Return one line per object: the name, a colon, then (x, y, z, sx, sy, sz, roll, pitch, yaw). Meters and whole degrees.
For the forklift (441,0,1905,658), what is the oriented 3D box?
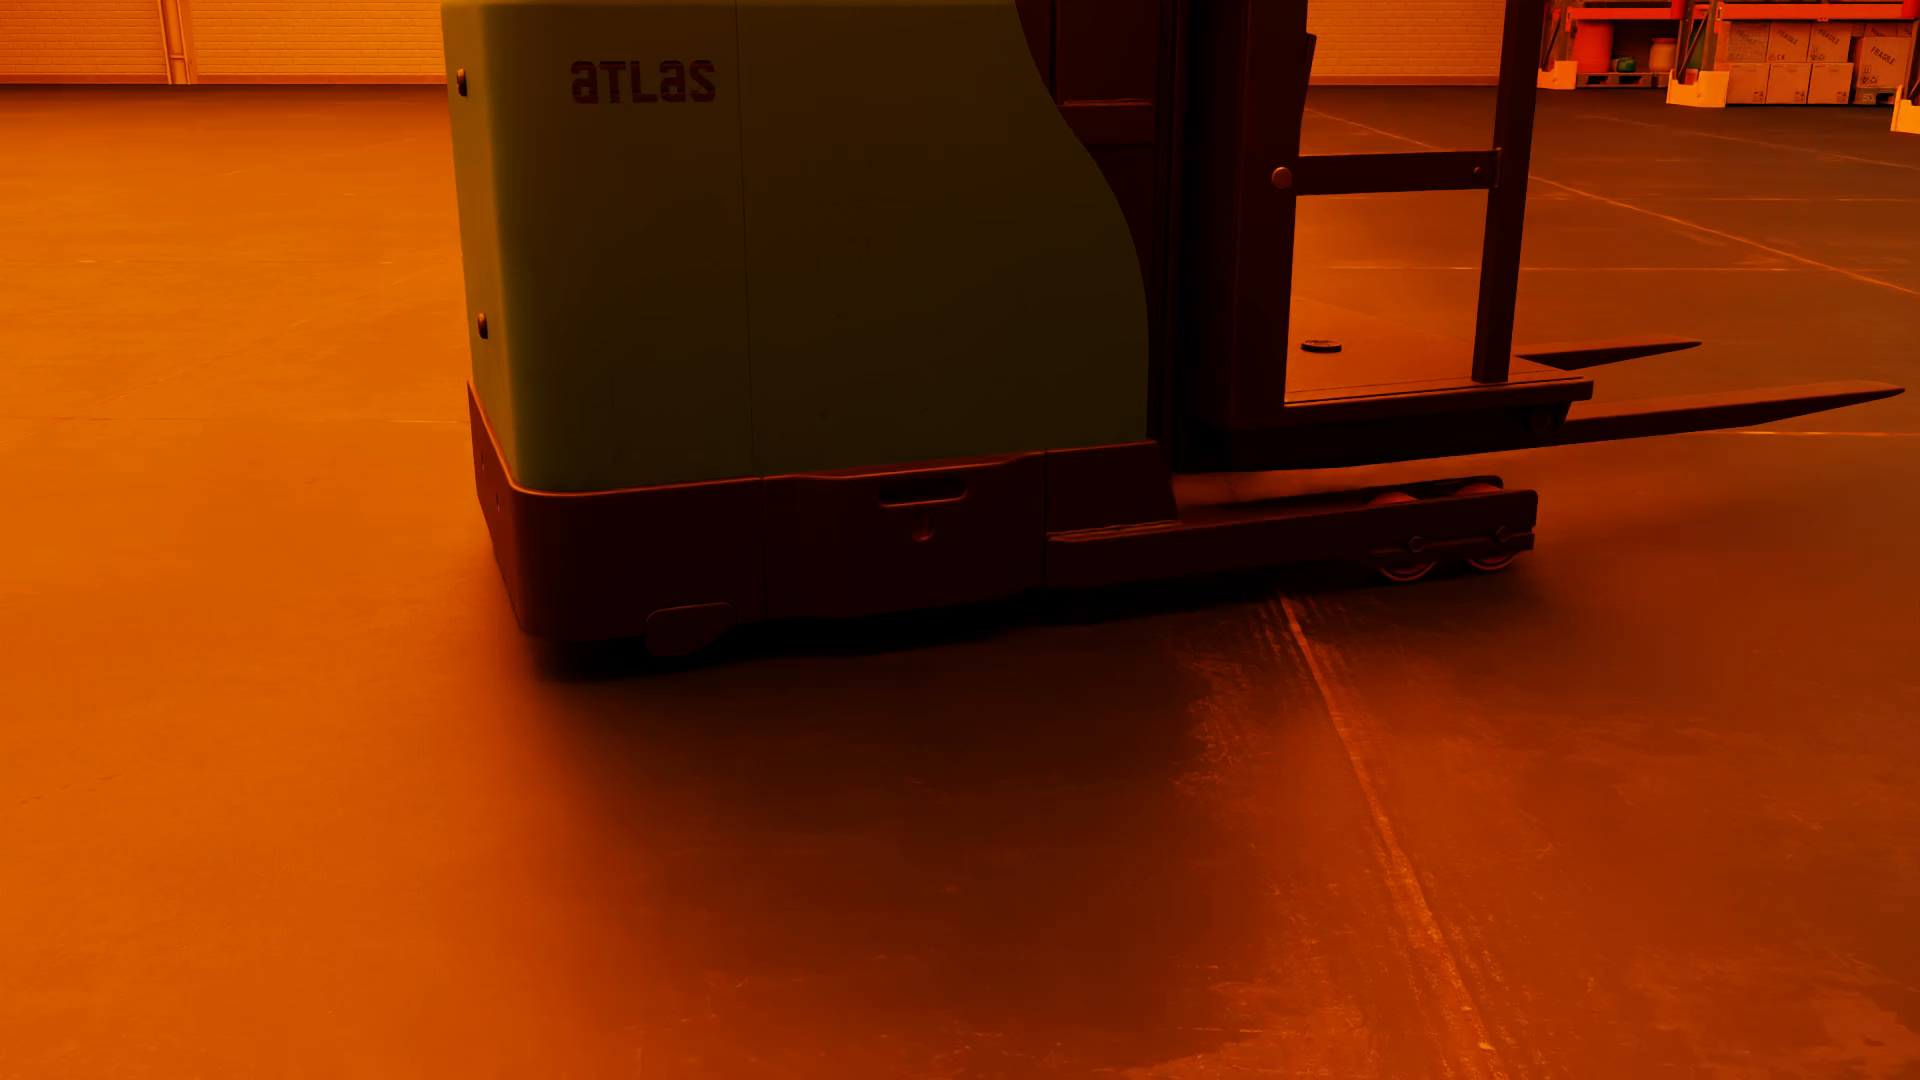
forklift: (0.571, -1.462, 3.137, 3.031, 2.935, 1.130, -6, 18, -19)
